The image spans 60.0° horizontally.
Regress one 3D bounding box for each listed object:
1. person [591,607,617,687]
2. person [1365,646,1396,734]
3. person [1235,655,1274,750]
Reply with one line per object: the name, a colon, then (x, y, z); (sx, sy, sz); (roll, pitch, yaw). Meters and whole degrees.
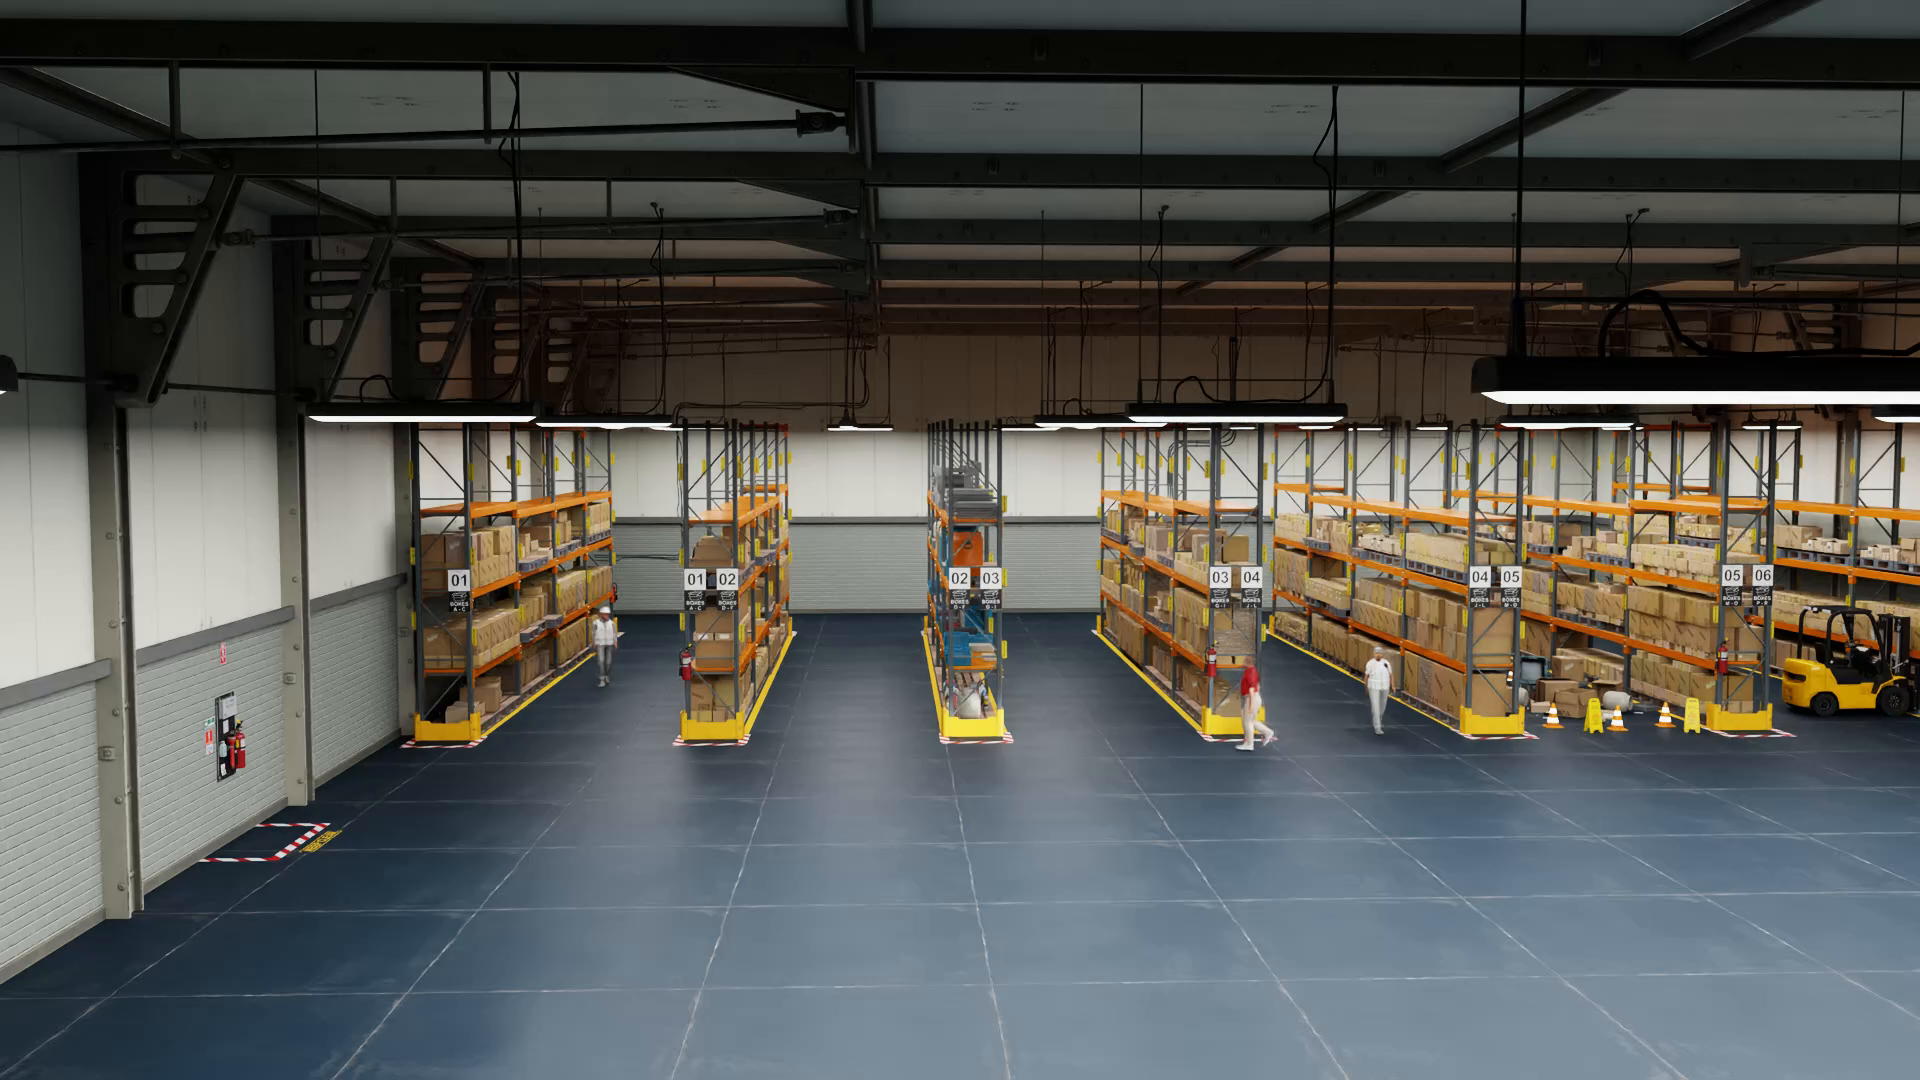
person: (-8.066, 2.423, 37.929); (0.559, 1.778, 0.718); (-2, 4, -27)
person: (8.055, 2.854, 31.876); (0.506, 1.610, 0.939); (0, 4, -4)
person: (5.335, 2.930, 30.031); (0.710, 1.701, 0.535); (0, 4, 7)
